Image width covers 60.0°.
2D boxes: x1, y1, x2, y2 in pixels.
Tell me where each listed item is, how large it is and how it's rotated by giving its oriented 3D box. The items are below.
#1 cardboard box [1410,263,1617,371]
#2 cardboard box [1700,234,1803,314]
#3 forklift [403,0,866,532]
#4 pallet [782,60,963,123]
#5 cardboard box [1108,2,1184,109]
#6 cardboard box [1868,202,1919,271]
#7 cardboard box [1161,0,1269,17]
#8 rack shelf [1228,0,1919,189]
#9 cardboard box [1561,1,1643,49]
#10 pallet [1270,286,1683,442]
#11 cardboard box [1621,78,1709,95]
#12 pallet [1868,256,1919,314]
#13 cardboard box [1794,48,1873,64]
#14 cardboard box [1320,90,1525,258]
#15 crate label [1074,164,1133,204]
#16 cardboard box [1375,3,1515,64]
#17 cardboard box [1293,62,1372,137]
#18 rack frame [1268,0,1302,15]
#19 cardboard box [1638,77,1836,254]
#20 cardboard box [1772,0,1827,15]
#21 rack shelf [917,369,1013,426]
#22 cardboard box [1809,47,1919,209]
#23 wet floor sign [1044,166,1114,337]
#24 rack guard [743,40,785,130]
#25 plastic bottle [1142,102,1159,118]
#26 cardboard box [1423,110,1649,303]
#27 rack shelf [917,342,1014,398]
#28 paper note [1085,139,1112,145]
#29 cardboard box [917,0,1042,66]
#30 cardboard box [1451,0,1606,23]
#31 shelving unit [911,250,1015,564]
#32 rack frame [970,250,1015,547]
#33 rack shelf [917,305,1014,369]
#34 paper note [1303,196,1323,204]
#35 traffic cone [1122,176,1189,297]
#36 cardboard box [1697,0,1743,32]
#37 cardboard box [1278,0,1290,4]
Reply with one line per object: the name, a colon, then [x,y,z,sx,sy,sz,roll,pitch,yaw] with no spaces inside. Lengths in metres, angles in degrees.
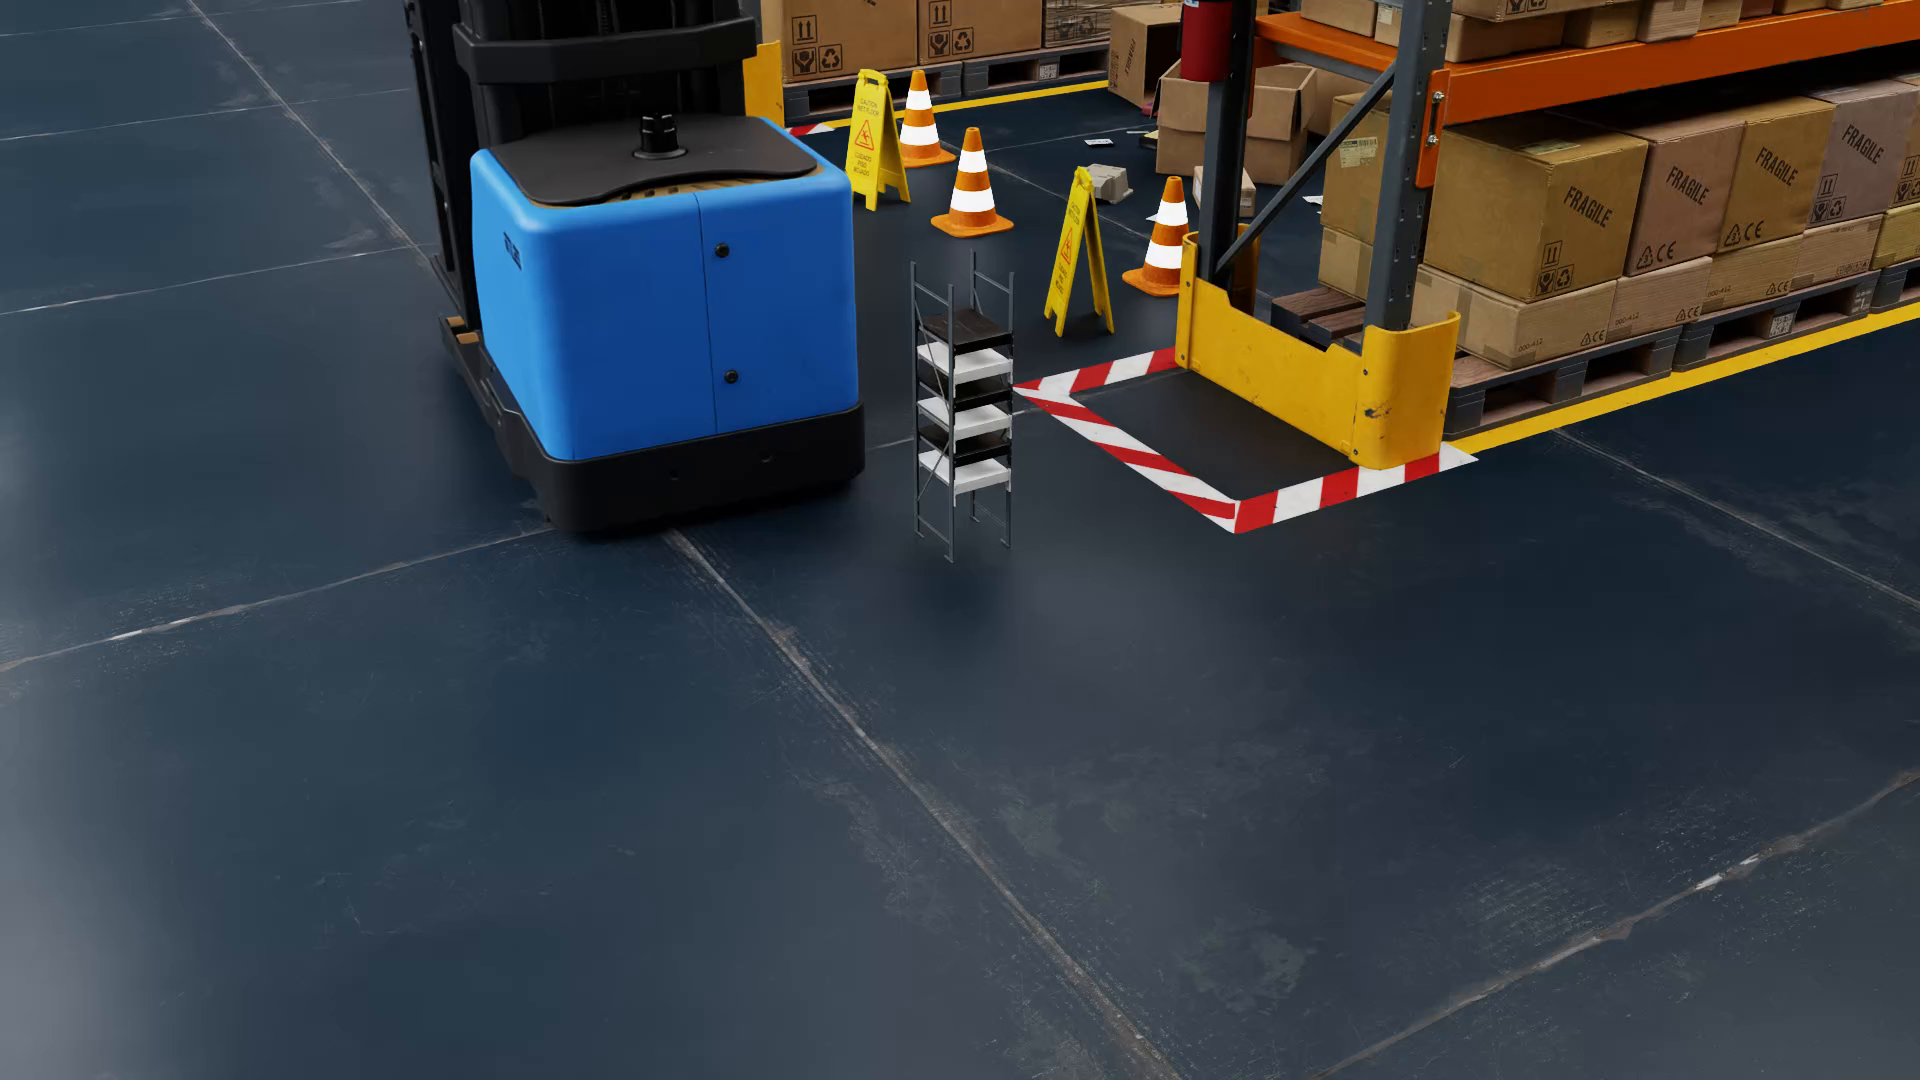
cardboard box: [2.032,-0.870,6.133,0.500,0.250,0.500,-16,33,-27]
cardboard box: [2.940,-1.130,6.605,0.500,0.250,0.500,-14,32,-23]
forklift: [-1.398,-1.996,5.833,1.130,2.935,3.031,-13,31,-22]
pallet: [-0.749,-2.852,10.200,1.213,0.211,1.003,-16,33,-26]
cardboard box: [1.232,-2.923,10.027,0.500,0.500,0.500,-10,30,-18]
cardboard box: [3.817,-1.375,7.049,0.500,0.250,0.500,-17,33,-28]
cardboard box: [1.472,-3.953,11.073,0.875,0.875,0.875,-15,32,-26]
rack shelf: [2.921,-1.982,6.482,4.000,0.370,1.077,-16,33,-26]
cardboard box: [2.074,-1.793,5.655,0.250,0.149,0.380,-17,33,-28]
pallet: [1.980,-0.789,6.462,1.213,0.211,1.003,-16,33,-26]
cardboard box: [2.642,-1.670,6.807,0.500,0.500,0.500,-17,33,-27]
pallet: [4.084,-1.387,7.544,1.213,0.211,1.003,-16,33,-26]
cardboard box: [3.544,-1.927,7.273,0.500,0.500,0.500,-14,32,-24]
cardboard box: [1.755,-1.421,6.355,0.500,0.500,0.500,-16,33,-26]
crate label: [0.704,-1.794,8.360,0.250,0.136,0.298,15,32,26]
cardboard box: [1.594,-1.694,5.476,0.250,0.149,0.380,-16,33,-26]
cardboard box: [2.230,-2.491,9.102,0.503,0.637,0.797,-16,33,-26]
rack frame: [2.050,-4.824,10.887,0.127,3.000,1.000,-16,33,-26]
cardboard box: [2.937,-1.453,6.414,0.500,0.500,0.500,-15,32,-25]
cardboard box: [2.962,-2.056,6.130,0.250,0.149,0.380,-17,33,-28]
rack shelf: [0.007,-0.446,5.009,0.200,0.077,0.258,-16,33,-26]
cardboard box: [3.833,-1.713,6.885,0.500,0.500,0.500,-15,32,-25]
wet floor sign: [0.490,-1.176,6.713,0.232,0.644,0.267,-5,29,-9]
rack guard: [-1.419,-2.745,9.706,0.348,0.500,1.175,-16,33,-26]
plastic bottle: [1.219,-2.504,9.724,0.283,0.061,0.133,22,36,34]
cardboard box: [2.052,-1.204,5.963,0.500,0.500,0.500,-17,33,-28]
rack shelf: [0.007,-0.524,4.965,0.200,0.077,0.258,-16,33,-26]
paper note: [0.778,-2.211,9.226,0.142,0.017,0.144,-5,29,-9]
cardboard box: [-0.090,-3.508,10.267,0.875,0.875,0.875,-16,33,-27]
cardboard box: [1.745,-1.982,5.326,0.500,0.500,0.500,-16,33,-27]
shelving unit: [0.007,-0.396,5.036,0.210,0.900,0.258,-16,33,-26]
rack frame: [0.095,-0.421,5.081,0.006,0.900,0.240,-16,33,-26]
rack shelf: [0.007,-0.603,4.922,0.200,0.077,0.258,-16,33,-26]
paper note: [1.811,-1.709,8.326,0.142,0.019,0.148,-5,29,-9]
traffic cone: [0.914,-1.340,7.198,0.334,0.463,0.336,-16,33,-26]
cardboard box: [2.522,-1.914,5.873,0.250,0.149,0.380,-15,32,-25]
cardboard box: [2.540,-4.212,11.672,0.750,0.750,1.050,-16,33,-27]
